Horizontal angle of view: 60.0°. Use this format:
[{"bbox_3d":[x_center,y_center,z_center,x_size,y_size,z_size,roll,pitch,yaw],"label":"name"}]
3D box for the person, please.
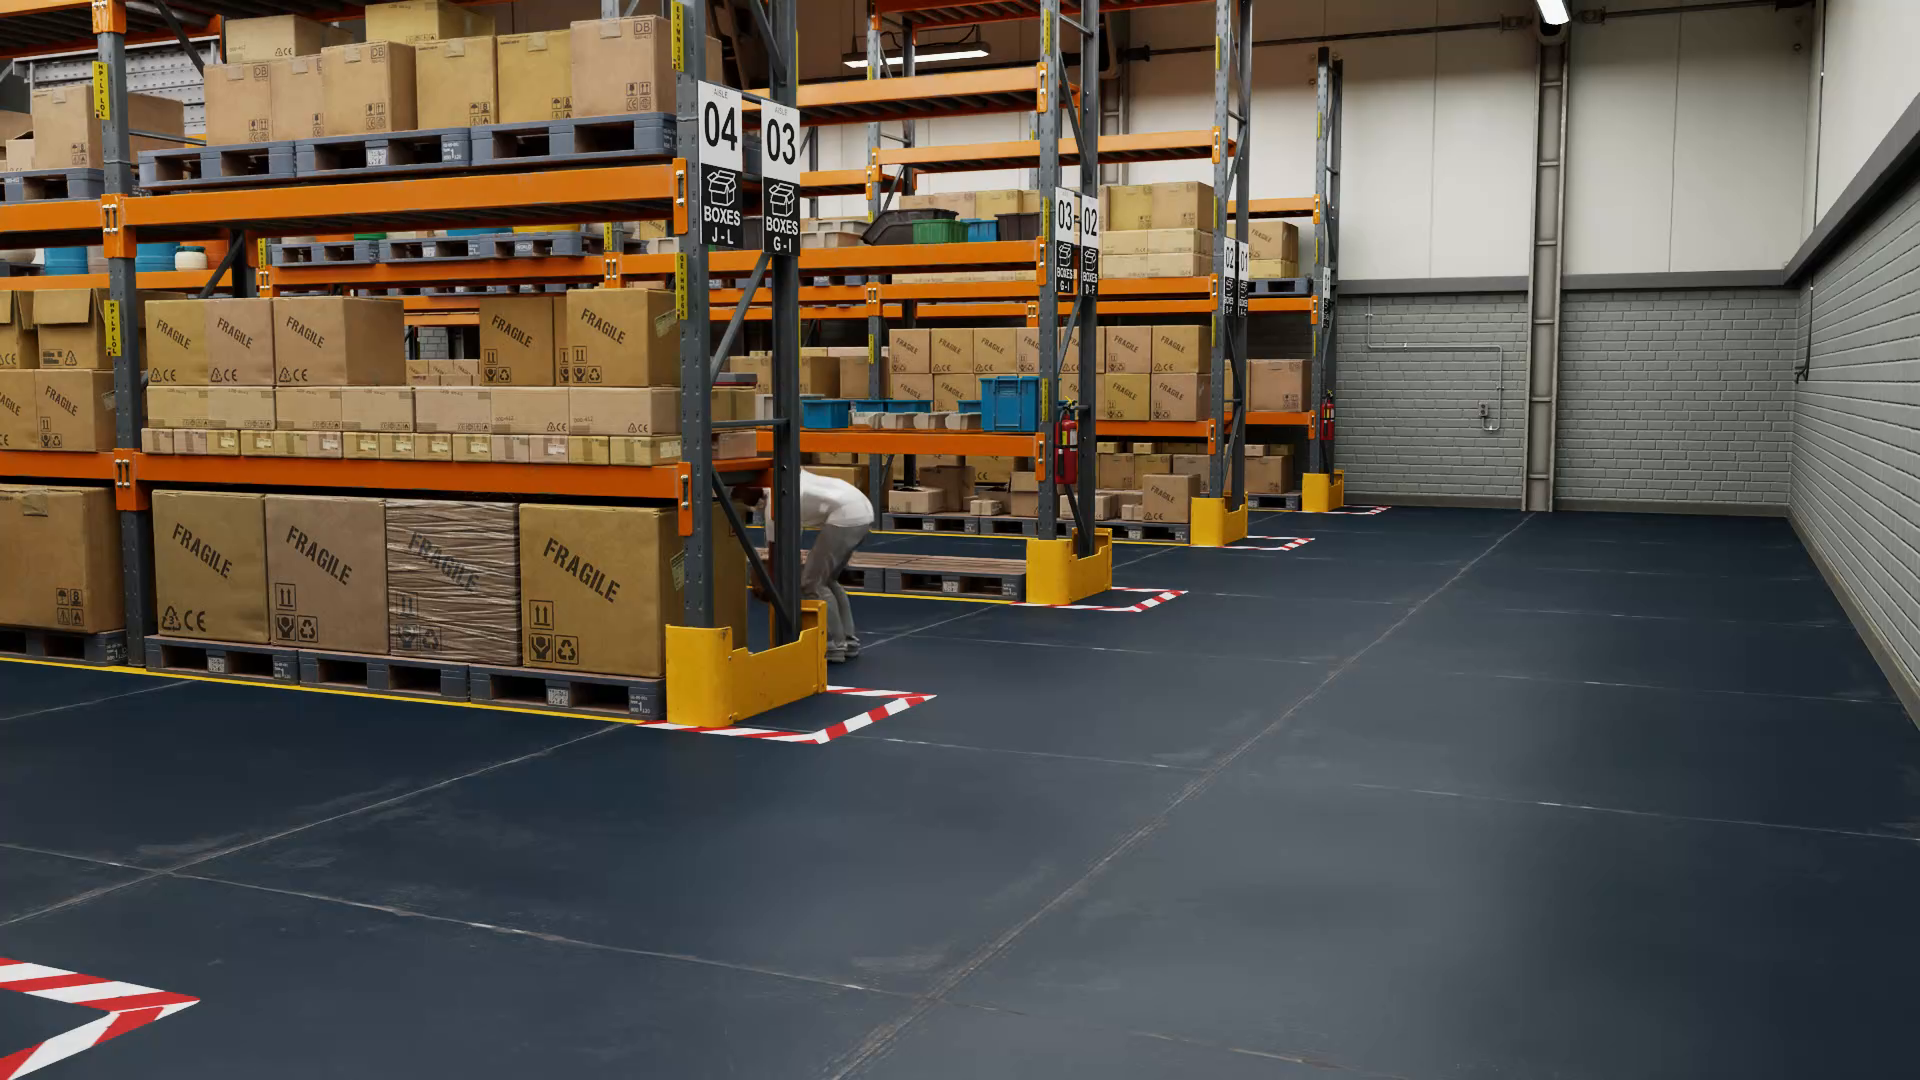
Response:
[{"bbox_3d":[-1.014,0.125,10.338,0.956,1.240,0.472,1,6,7],"label":"person"}]
